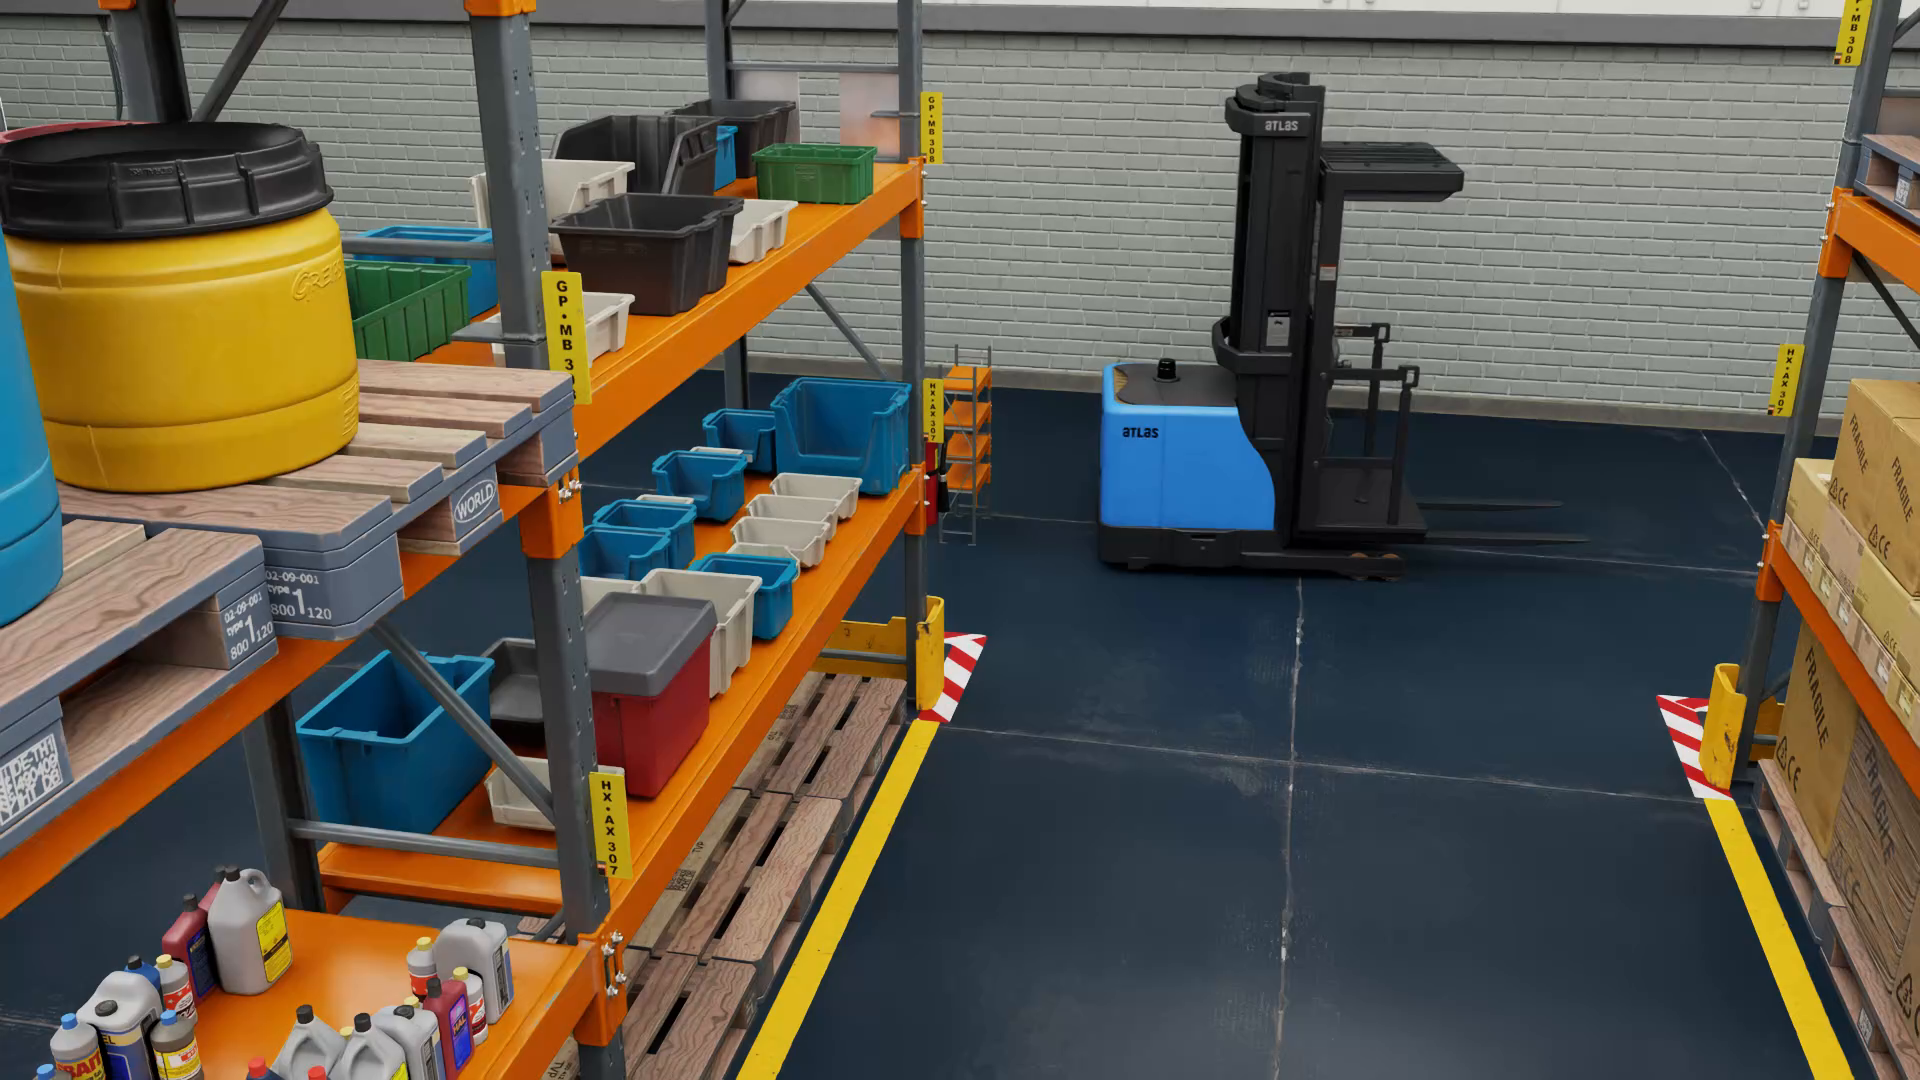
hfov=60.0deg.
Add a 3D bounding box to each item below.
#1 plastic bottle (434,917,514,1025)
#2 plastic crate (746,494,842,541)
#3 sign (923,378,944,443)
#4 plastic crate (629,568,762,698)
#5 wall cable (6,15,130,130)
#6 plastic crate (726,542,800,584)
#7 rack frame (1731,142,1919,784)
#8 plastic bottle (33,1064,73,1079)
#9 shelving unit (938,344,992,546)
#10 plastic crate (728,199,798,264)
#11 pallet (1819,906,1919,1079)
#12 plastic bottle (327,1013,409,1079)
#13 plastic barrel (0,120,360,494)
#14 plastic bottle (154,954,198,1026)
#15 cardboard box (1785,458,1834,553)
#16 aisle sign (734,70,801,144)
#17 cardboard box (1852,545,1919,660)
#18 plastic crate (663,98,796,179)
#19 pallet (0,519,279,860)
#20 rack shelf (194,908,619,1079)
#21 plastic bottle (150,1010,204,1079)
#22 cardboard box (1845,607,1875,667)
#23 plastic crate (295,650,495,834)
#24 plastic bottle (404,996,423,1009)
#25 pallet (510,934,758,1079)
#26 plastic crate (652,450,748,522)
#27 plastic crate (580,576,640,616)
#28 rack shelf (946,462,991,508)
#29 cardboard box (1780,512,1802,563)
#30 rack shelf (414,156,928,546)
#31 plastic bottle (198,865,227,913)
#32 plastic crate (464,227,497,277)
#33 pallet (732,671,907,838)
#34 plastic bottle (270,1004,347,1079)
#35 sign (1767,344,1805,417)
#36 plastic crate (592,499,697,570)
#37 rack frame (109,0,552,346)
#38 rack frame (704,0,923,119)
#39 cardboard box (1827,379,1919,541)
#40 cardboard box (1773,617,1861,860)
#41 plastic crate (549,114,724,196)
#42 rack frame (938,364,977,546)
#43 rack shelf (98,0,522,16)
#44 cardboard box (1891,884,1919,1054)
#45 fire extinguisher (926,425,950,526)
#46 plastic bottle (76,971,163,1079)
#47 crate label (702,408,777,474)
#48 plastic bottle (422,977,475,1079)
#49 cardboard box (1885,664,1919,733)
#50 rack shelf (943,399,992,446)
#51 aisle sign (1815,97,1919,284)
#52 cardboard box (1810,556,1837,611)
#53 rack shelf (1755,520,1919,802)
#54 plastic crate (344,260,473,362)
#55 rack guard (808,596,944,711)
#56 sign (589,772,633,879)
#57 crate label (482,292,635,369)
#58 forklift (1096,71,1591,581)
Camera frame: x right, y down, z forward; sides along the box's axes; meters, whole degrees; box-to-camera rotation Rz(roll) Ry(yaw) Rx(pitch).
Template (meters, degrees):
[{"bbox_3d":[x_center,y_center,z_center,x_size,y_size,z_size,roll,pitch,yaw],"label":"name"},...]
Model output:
[{"bbox_3d":[-1.253,1.092,4.293,0.152,0.276,0.135,4,22,11],"label":"plastic bottle"},{"bbox_3d":[-0.735,-0.086,7.324,0.396,0.136,0.243,4,22,11],"label":"plastic crate"},{"bbox_3d":[-0.131,-0.637,8.201,0.100,0.325,0.005,4,22,11],"label":"sign"},{"bbox_3d":[-0.997,0.349,6.051,0.437,0.282,0.530,4,22,11],"label":"plastic crate"},{"bbox_3d":[-8.868,-4.736,14.724,3.097,2.526,0.112,4,22,11],"label":"wall cable"},{"bbox_3d":[-0.810,0.128,6.794,0.298,0.136,0.250,4,22,11],"label":"plastic crate"},{"bbox_3d":[4.176,-0.220,7.383,1.000,3.000,0.127,4,22,11],"label":"rack frame"},{"bbox_3d":[-2.102,1.308,3.857,0.097,0.201,0.097,0,22,0],"label":"plastic bottle"},{"bbox_3d":[0.034,-0.617,10.780,0.258,1.200,0.503,4,22,11],"label":"shelving unit"},{"bbox_3d":[-0.852,-1.092,5.886,0.437,0.136,0.530,4,22,11],"label":"plastic crate"},{"bbox_3d":[3.838,1.817,6.059,1.003,0.211,1.213,4,22,11],"label":"pallet"},{"bbox_3d":[-1.356,1.250,3.801,0.144,0.351,0.185,4,22,11],"label":"plastic bottle"},{"bbox_3d":[-1.477,-0.458,3.147,0.600,0.588,0.600,0,22,0],"label":"plastic barrel"},{"bbox_3d":[-2.014,1.152,4.244,0.097,0.201,0.097,0,22,0],"label":"plastic bottle"},{"bbox_3d":[3.814,-0.133,6.971,0.500,0.250,0.500,4,22,9],"label":"cardboard box"},{"bbox_3d":[-0.949,-1.852,7.957,0.394,0.787,0.004,4,22,11],"label":"aisle sign"},{"bbox_3d":[3.608,0.241,6.042,0.500,0.250,0.500,4,22,9],"label":"cardboard box"},{"bbox_3d":[-1.024,-1.808,7.488,0.497,0.269,0.590,4,22,11],"label":"plastic crate"},{"bbox_3d":[-1.782,0.271,2.403,1.003,0.211,1.213,4,22,11],"label":"pallet"},{"bbox_3d":[-1.897,1.931,3.007,1.077,0.370,4.000,4,22,11],"label":"rack shelf"},{"bbox_3d":[-1.905,1.235,4.039,0.097,0.201,0.097,0,22,0],"label":"plastic bottle"},{"bbox_3d":[3.573,0.378,6.237,0.380,0.149,0.250,4,22,10],"label":"cardboard box"},{"bbox_3d":[-1.728,0.649,5.169,0.392,0.384,0.575,4,22,11],"label":"plastic crate"},{"bbox_3d":[-1.337,1.215,4.087,0.097,0.201,0.097,0,22,0],"label":"plastic bottle"},{"bbox_3d":[-1.377,1.887,5.885,1.003,0.211,1.213,4,22,11],"label":"pallet"},{"bbox_3d":[-1.180,-0.241,7.581,0.416,0.233,0.300,4,22,11],"label":"plastic crate"},{"bbox_3d":[-1.428,0.301,6.365,0.293,0.136,0.466,4,22,11],"label":"plastic crate"},{"bbox_3d":[0.034,-0.371,10.879,0.258,0.148,0.480,4,22,11],"label":"rack shelf"},{"bbox_3d":[3.780,0.002,7.170,0.380,0.149,0.250,5,22,12],"label":"cardboard box"},{"bbox_3d":[-1.081,-0.923,6.079,1.077,0.370,4.000,4,22,11],"label":"rack shelf"},{"bbox_3d":[-1.982,1.022,4.458,0.061,0.283,0.133,4,22,11],"label":"plastic bottle"},{"bbox_3d":[-1.602,-0.897,5.404,0.293,0.136,0.466,4,22,11],"label":"plastic crate"},{"bbox_3d":[-0.879,0.995,8.100,1.003,0.211,1.213,4,22,11],"label":"pallet"},{"bbox_3d":[-1.497,1.239,3.828,0.144,0.351,0.185,4,22,11],"label":"plastic bottle"},{"bbox_3d":[3.634,-0.702,7.317,0.100,0.325,0.005,4,22,11],"label":"sign"},{"bbox_3d":[-1.314,-0.001,6.983,0.416,0.233,0.300,4,22,11],"label":"plastic crate"},{"bbox_3d":[-1.489,-1.917,3.568,1.000,3.000,0.127,4,22,11],"label":"rack frame"},{"bbox_3d":[-0.673,-3.380,7.200,1.000,3.000,0.127,4,22,11],"label":"rack frame"},{"bbox_3d":[3.712,-0.298,6.377,0.500,0.500,0.500,4,22,10],"label":"cardboard box"},{"bbox_3d":[4.124,0.811,7.106,0.875,0.875,0.875,4,22,11],"label":"cardboard box"},{"bbox_3d":[-1.254,-1.422,6.437,0.504,0.338,0.767,4,22,11],"label":"plastic crate"},{"bbox_3d":[-0.016,-0.528,10.558,0.240,1.200,0.015,4,22,11],"label":"rack frame"},{"bbox_3d":[-1.897,-0.666,1.961,1.077,0.370,4.000,4,22,11],"label":"rack shelf"},{"bbox_3d":[3.756,1.470,5.471,0.875,0.875,0.875,4,22,11],"label":"cardboard box"},{"bbox_3d":[-0.197,-0.409,8.456,0.296,0.674,0.183,4,22,11],"label":"fire extinguisher"},{"bbox_3d":[-2.031,1.197,4.031,0.152,0.276,0.135,4,22,11],"label":"plastic bottle"},{"bbox_3d":[-1.046,-0.482,8.179,0.416,0.233,0.303,4,22,11],"label":"crate label"},{"bbox_3d":[-1.256,1.177,4.073,0.061,0.283,0.133,4,22,11],"label":"plastic bottle"},{"bbox_3d":[3.468,0.564,5.773,0.380,0.149,0.250,4,22,10],"label":"cardboard box"},{"bbox_3d":[0.034,-0.762,10.721,0.258,0.148,0.480,4,22,11],"label":"rack shelf"},{"bbox_3d":[3.897,-1.475,7.020,0.394,0.787,0.004,4,22,11],"label":"aisle sign"},{"bbox_3d":[3.678,0.189,6.705,0.380,0.149,0.250,4,22,10],"label":"cardboard box"},{"bbox_3d":[3.768,0.846,5.702,1.077,0.370,4.000,4,22,11],"label":"rack shelf"},{"bbox_3d":[-1.699,-0.605,4.610,0.450,0.188,0.662,4,22,11],"label":"plastic crate"},{"bbox_3d":[-0.681,0.553,8.812,1.175,0.500,0.348,4,22,11],"label":"rack guard"},{"bbox_3d":[-0.951,0.780,4.531,0.100,0.325,0.005,4,22,11],"label":"sign"},{"bbox_3d":[-1.106,-0.560,4.567,0.293,0.136,0.466,4,22,11],"label":"crate label"},{"bbox_3d":[2.402,-1.311,10.187,3.031,2.935,1.130,1,22,4],"label":"forklift"}]
